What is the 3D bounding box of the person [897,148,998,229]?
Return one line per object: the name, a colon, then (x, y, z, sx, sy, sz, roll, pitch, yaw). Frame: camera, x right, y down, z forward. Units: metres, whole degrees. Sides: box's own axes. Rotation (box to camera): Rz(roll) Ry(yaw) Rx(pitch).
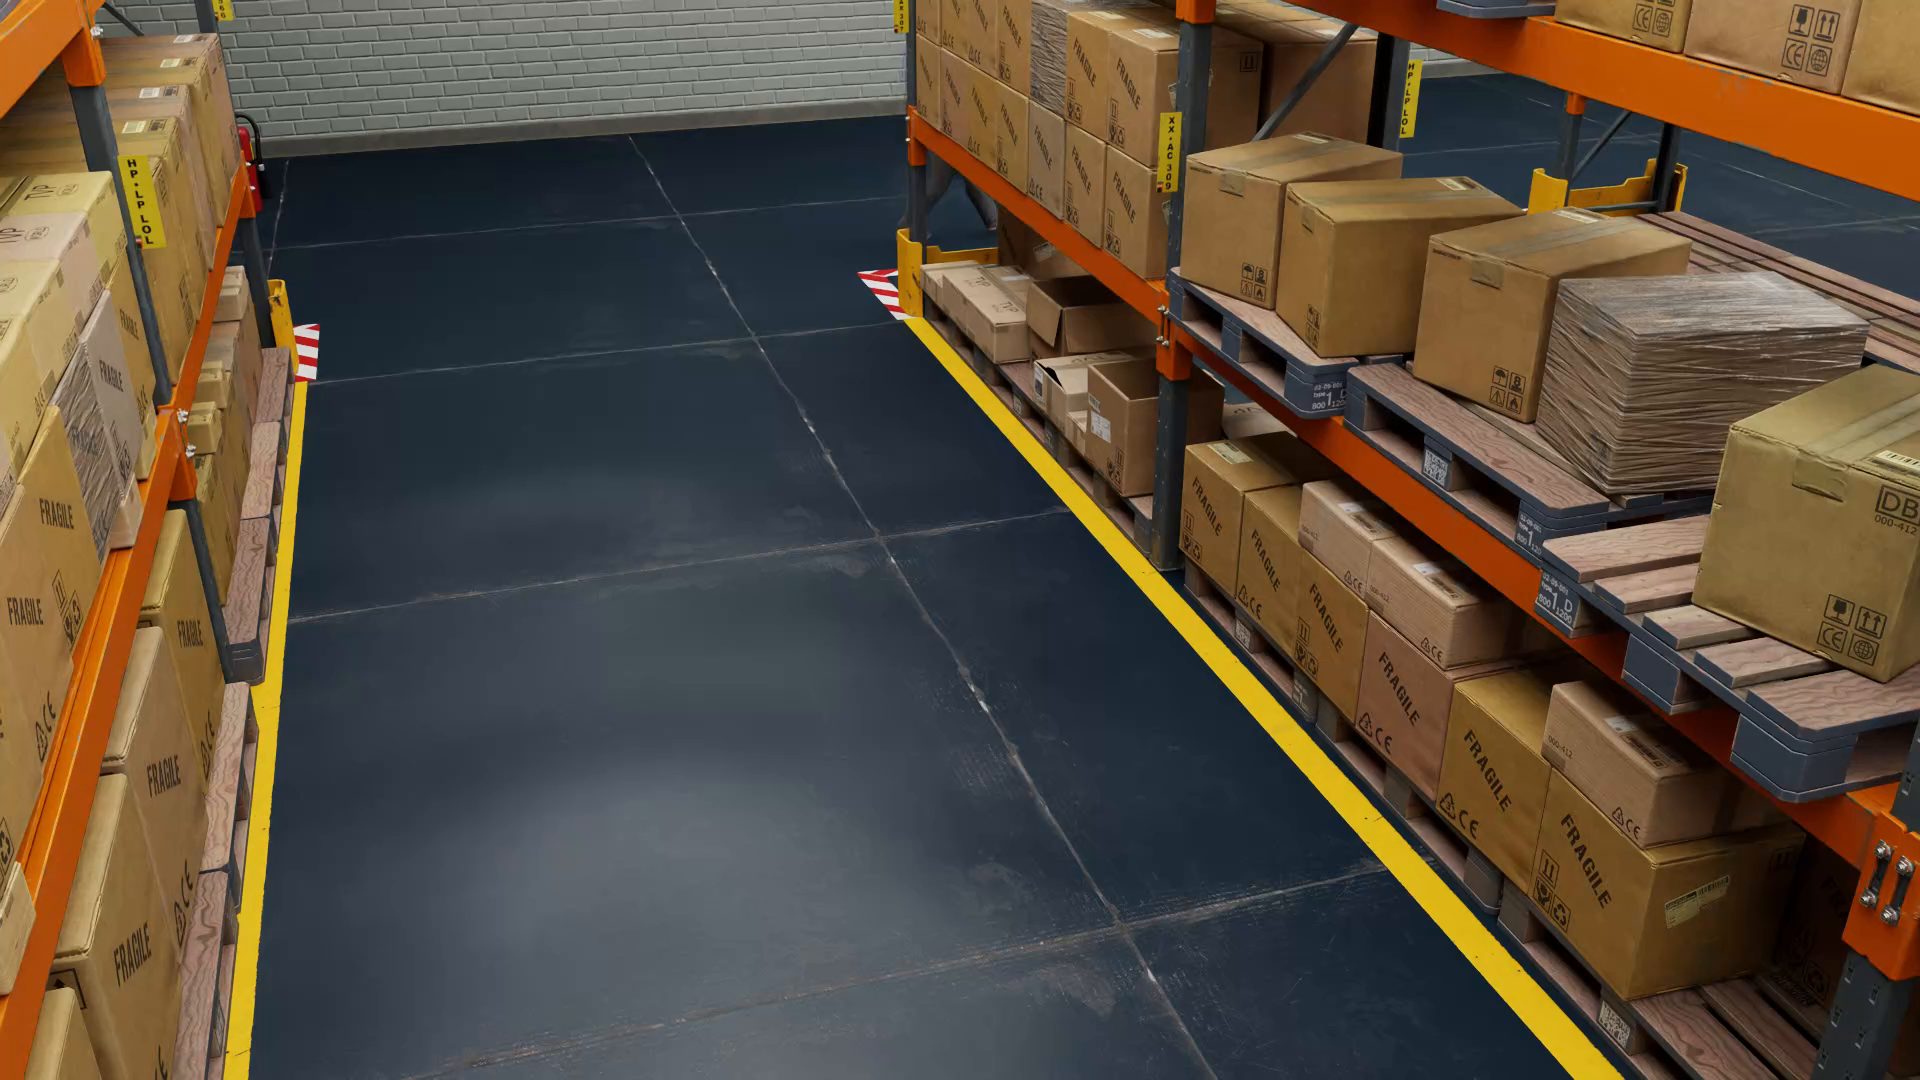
person: (-0.059, -2.988, 12.046, 0.860, 1.541, 0.518, -8, 28, -16)
